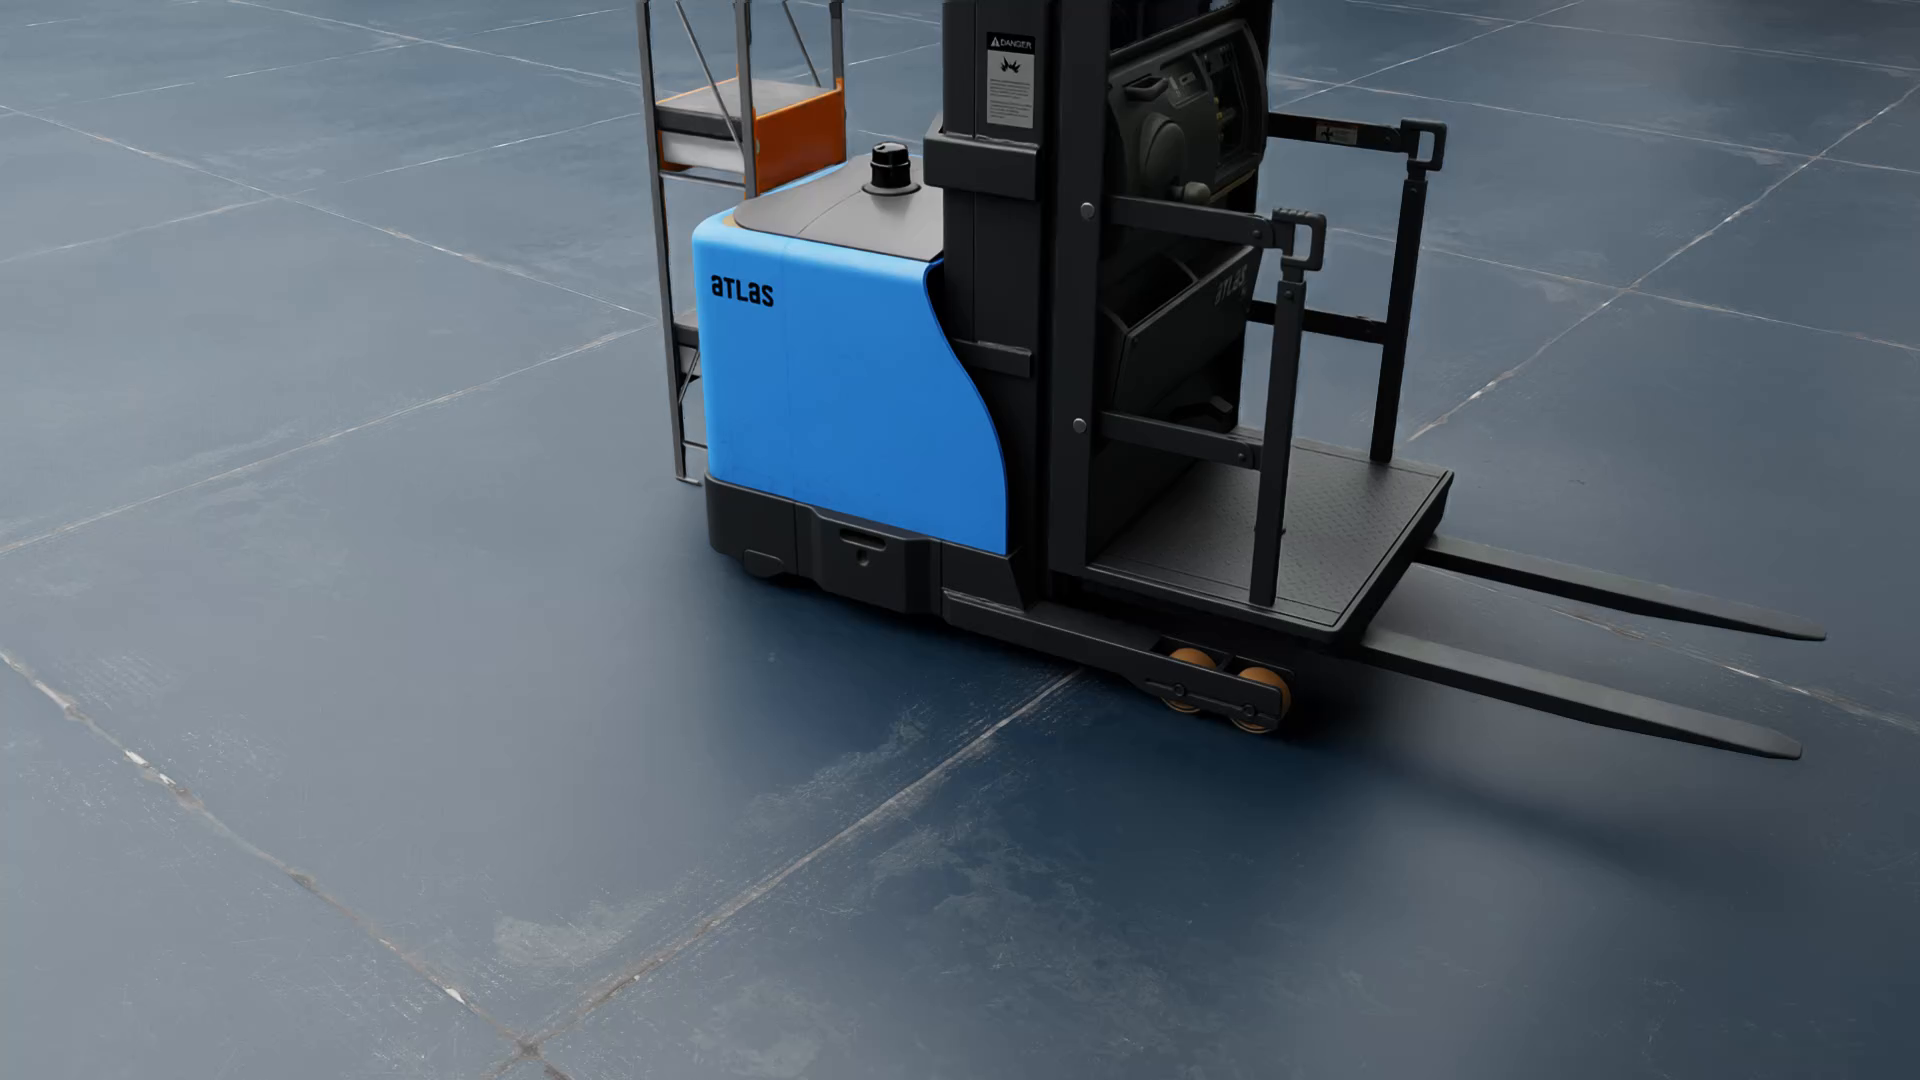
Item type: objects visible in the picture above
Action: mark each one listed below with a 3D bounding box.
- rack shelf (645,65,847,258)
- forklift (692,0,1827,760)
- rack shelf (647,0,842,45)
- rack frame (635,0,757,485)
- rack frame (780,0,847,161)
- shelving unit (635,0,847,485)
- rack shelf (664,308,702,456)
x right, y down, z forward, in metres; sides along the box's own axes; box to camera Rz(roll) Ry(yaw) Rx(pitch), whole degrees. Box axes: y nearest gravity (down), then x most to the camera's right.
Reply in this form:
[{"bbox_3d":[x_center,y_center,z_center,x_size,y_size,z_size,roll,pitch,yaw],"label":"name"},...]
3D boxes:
[{"bbox_3d":[-0.664,-1.179,5.273,0.431,0.518,0.480,15,31,26],"label":"rack shelf"},{"bbox_3d":[0.770,-1.083,4.153,3.031,2.935,1.130,15,31,26],"label":"forklift"},{"bbox_3d":[-0.664,-1.800,4.951,0.431,0.518,0.480,15,31,26],"label":"rack shelf"},{"bbox_3d":[-0.785,-1.093,5.078,0.400,2.100,0.015,15,31,26],"label":"rack frame"},{"bbox_3d":[-0.543,-1.288,5.455,0.400,2.100,0.015,15,31,26],"label":"rack frame"},{"bbox_3d":[-0.664,-1.191,5.267,0.431,2.100,0.503,15,31,26],"label":"shelving unit"},{"bbox_3d":[-0.664,-0.557,5.595,0.431,0.518,0.480,15,31,26],"label":"rack shelf"}]
